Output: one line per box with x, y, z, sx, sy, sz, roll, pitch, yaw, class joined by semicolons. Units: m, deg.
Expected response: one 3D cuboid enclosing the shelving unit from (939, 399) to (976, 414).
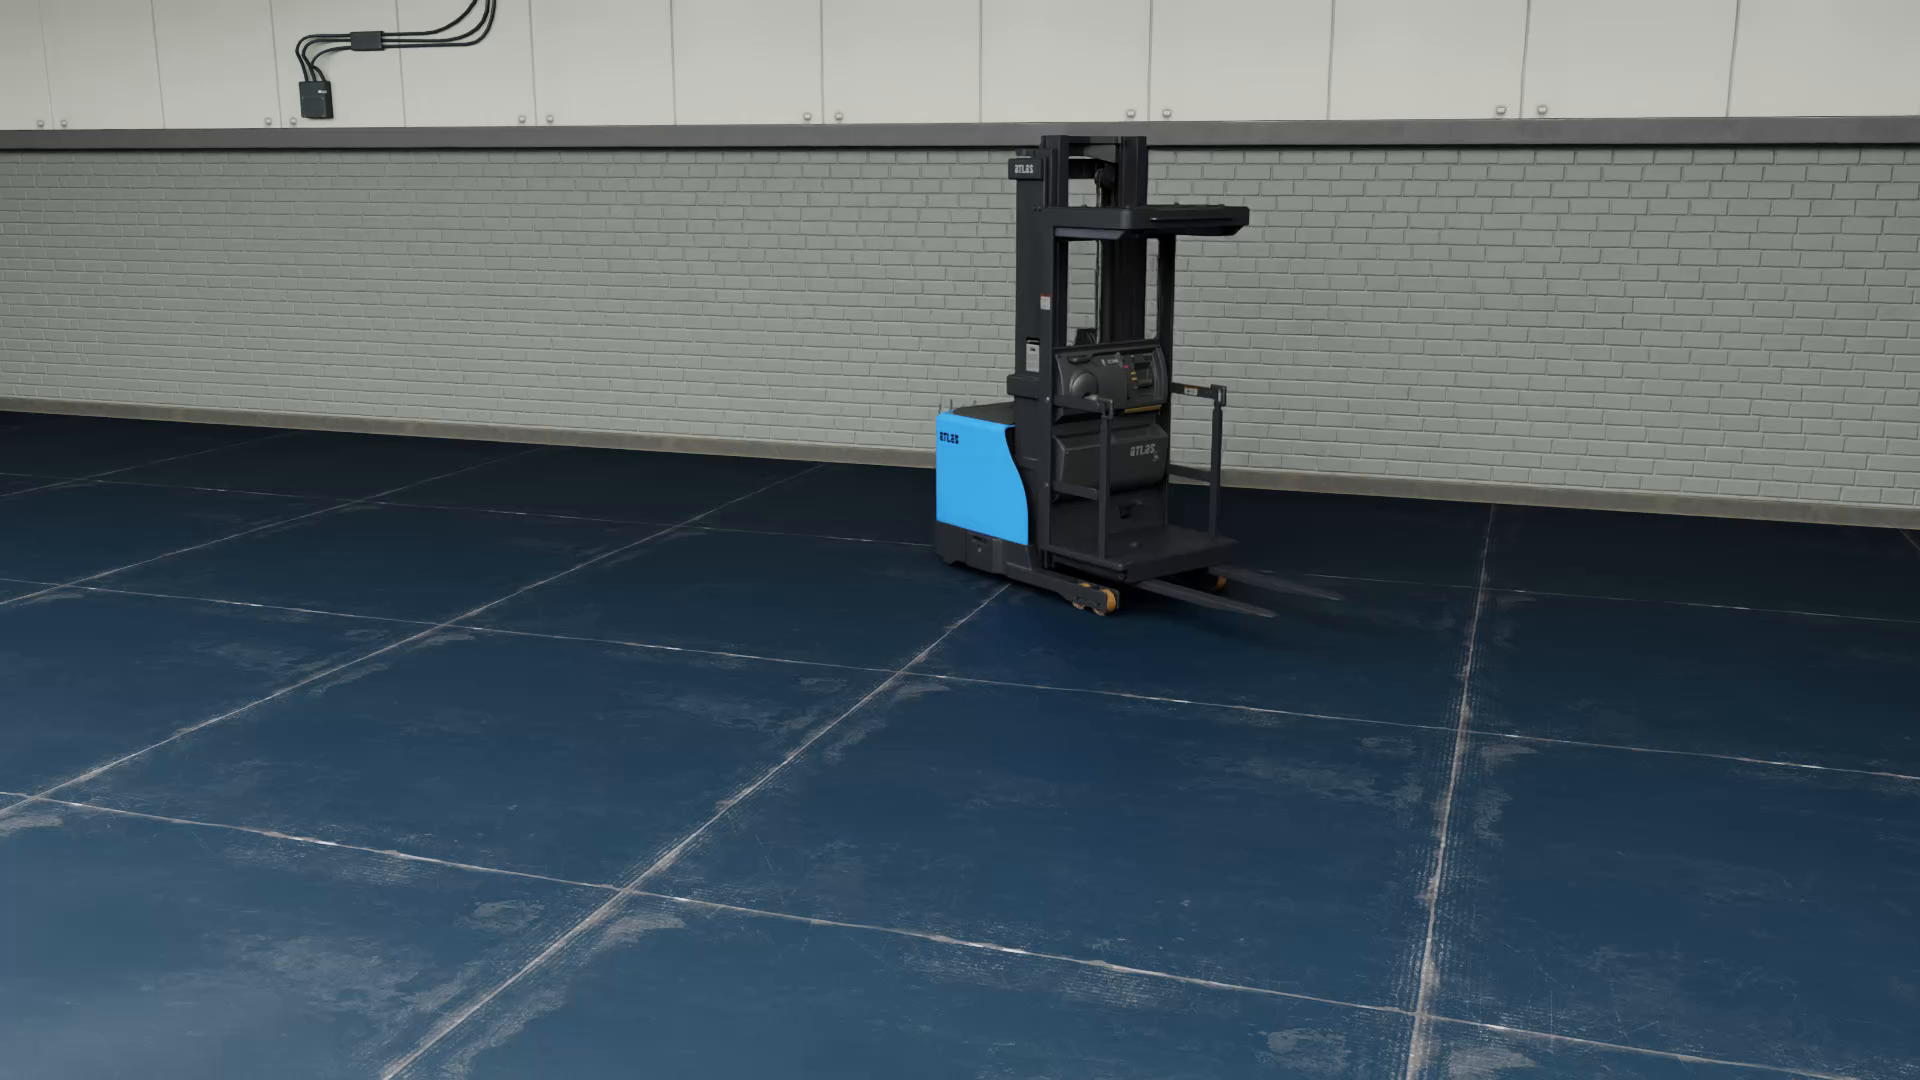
-0.017;-0.501;12.322;0.215;1.050;0.252;4;14;18;shelving unit

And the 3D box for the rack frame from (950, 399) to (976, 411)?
0.022;-0.526;12.434;0.200;1.050;0.008;4;14;18;rack frame

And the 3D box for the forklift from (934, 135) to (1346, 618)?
1.119;-1.081;10.638;1.130;2.935;3.031;-10;16;-37;forklift

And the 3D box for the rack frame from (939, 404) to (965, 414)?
-0.057;-0.475;12.209;0.200;1.050;0.008;4;14;18;rack frame

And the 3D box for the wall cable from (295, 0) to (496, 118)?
-5.518;-7.098;15.719;2.305;6.003;0.169;4;14;18;wall cable
